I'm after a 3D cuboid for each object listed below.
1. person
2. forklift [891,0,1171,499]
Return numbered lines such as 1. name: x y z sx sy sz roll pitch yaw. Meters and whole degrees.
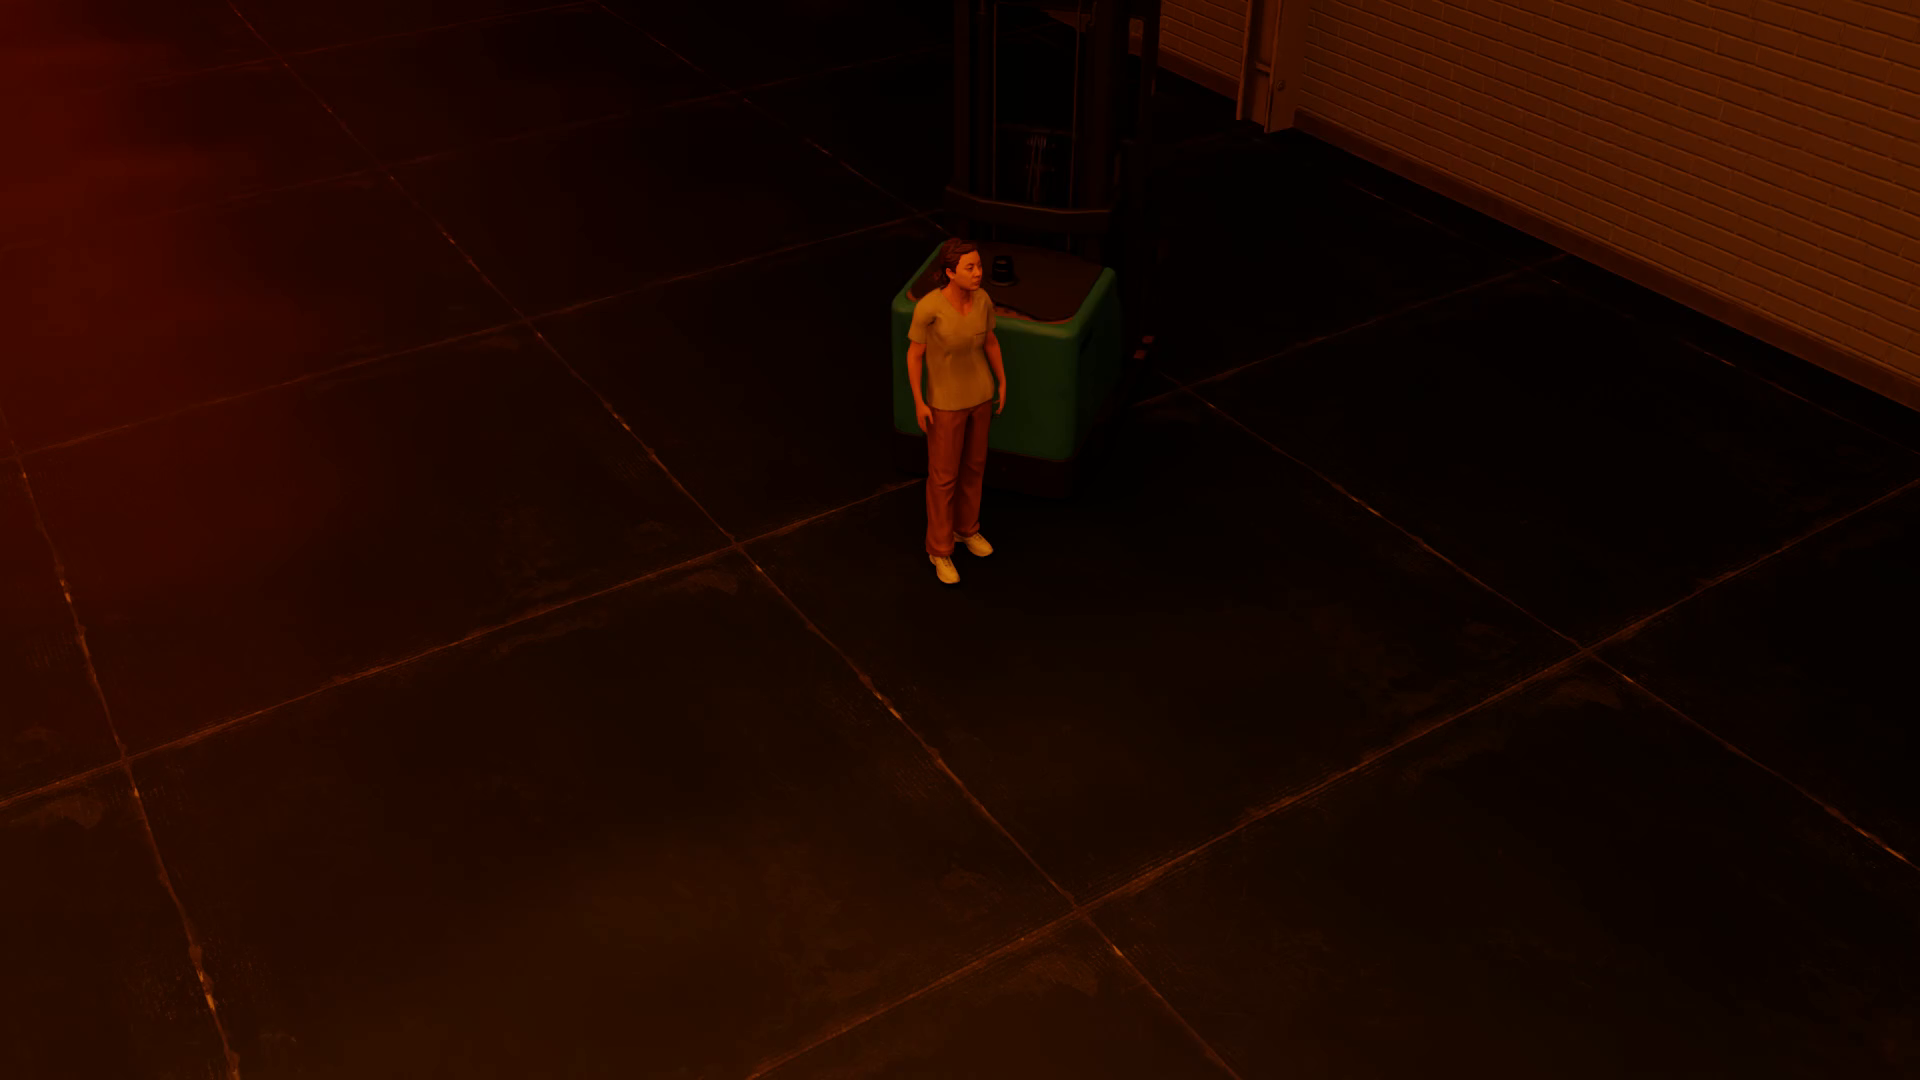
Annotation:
1. person: 0.031 -0.652 8.155 0.553 1.673 0.548 -21 40 -27
2. forklift: 0.592 -2.262 9.367 1.130 2.935 3.031 11 37 16
